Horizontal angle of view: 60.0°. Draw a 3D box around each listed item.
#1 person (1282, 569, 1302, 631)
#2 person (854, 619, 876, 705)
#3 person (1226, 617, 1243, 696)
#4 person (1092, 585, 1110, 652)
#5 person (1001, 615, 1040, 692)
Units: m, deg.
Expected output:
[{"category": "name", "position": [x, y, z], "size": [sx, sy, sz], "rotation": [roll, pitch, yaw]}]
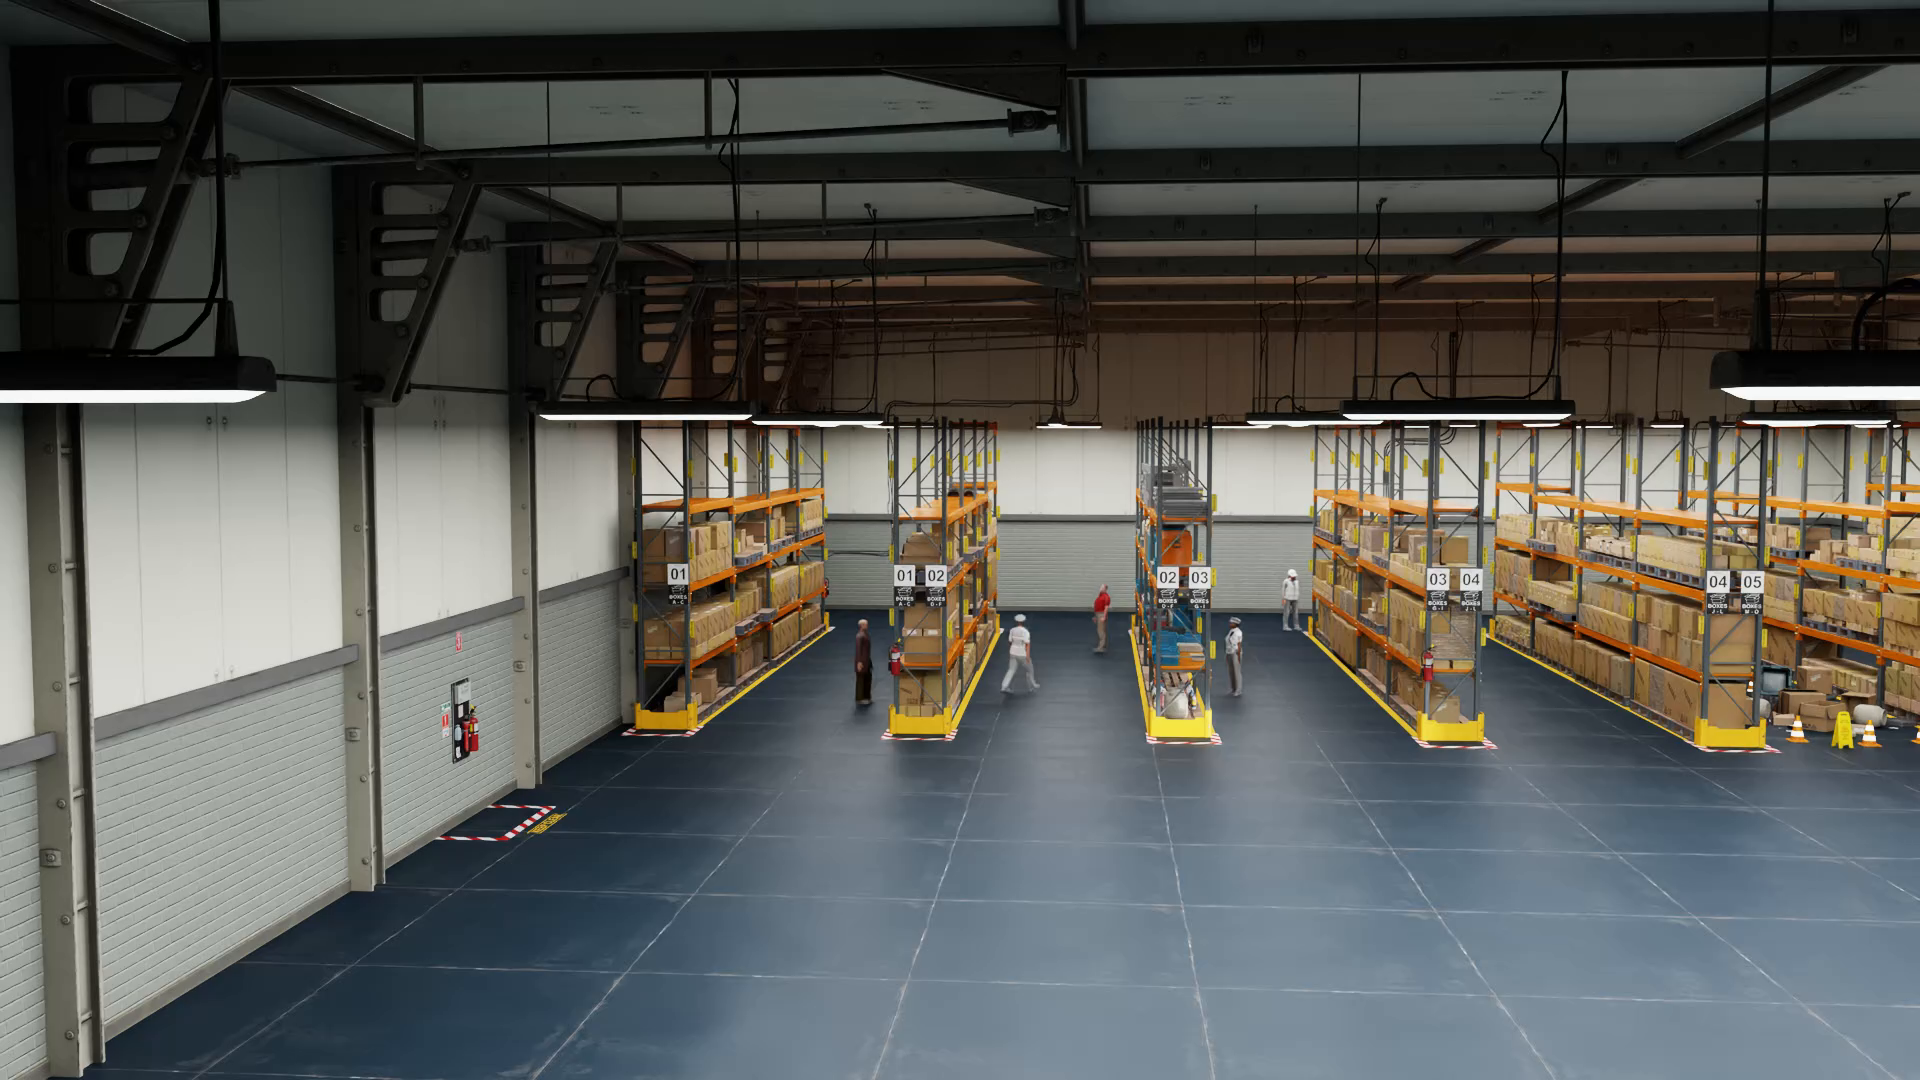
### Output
[{"category": "person", "position": [9.537, 1.716, 47.810], "size": [0.597, 1.771, 0.409], "rotation": [-1, 4, -19]}, {"category": "person", "position": [-2.002, 2.581, 34.879], "size": [0.411, 1.830, 0.660], "rotation": [1, 4, 11]}, {"category": "person", "position": [5.956, 2.518, 36.181], "size": [0.410, 1.696, 0.561], "rotation": [-1, 4, -20]}, {"category": "person", "position": [3.638, 2.019, 43.007], "size": [0.396, 1.722, 0.597], "rotation": [0, 4, -3]}, {"category": "person", "position": [1.351, 2.484, 36.312], "size": [0.567, 1.732, 1.071], "rotation": [3, 5, 40]}]
